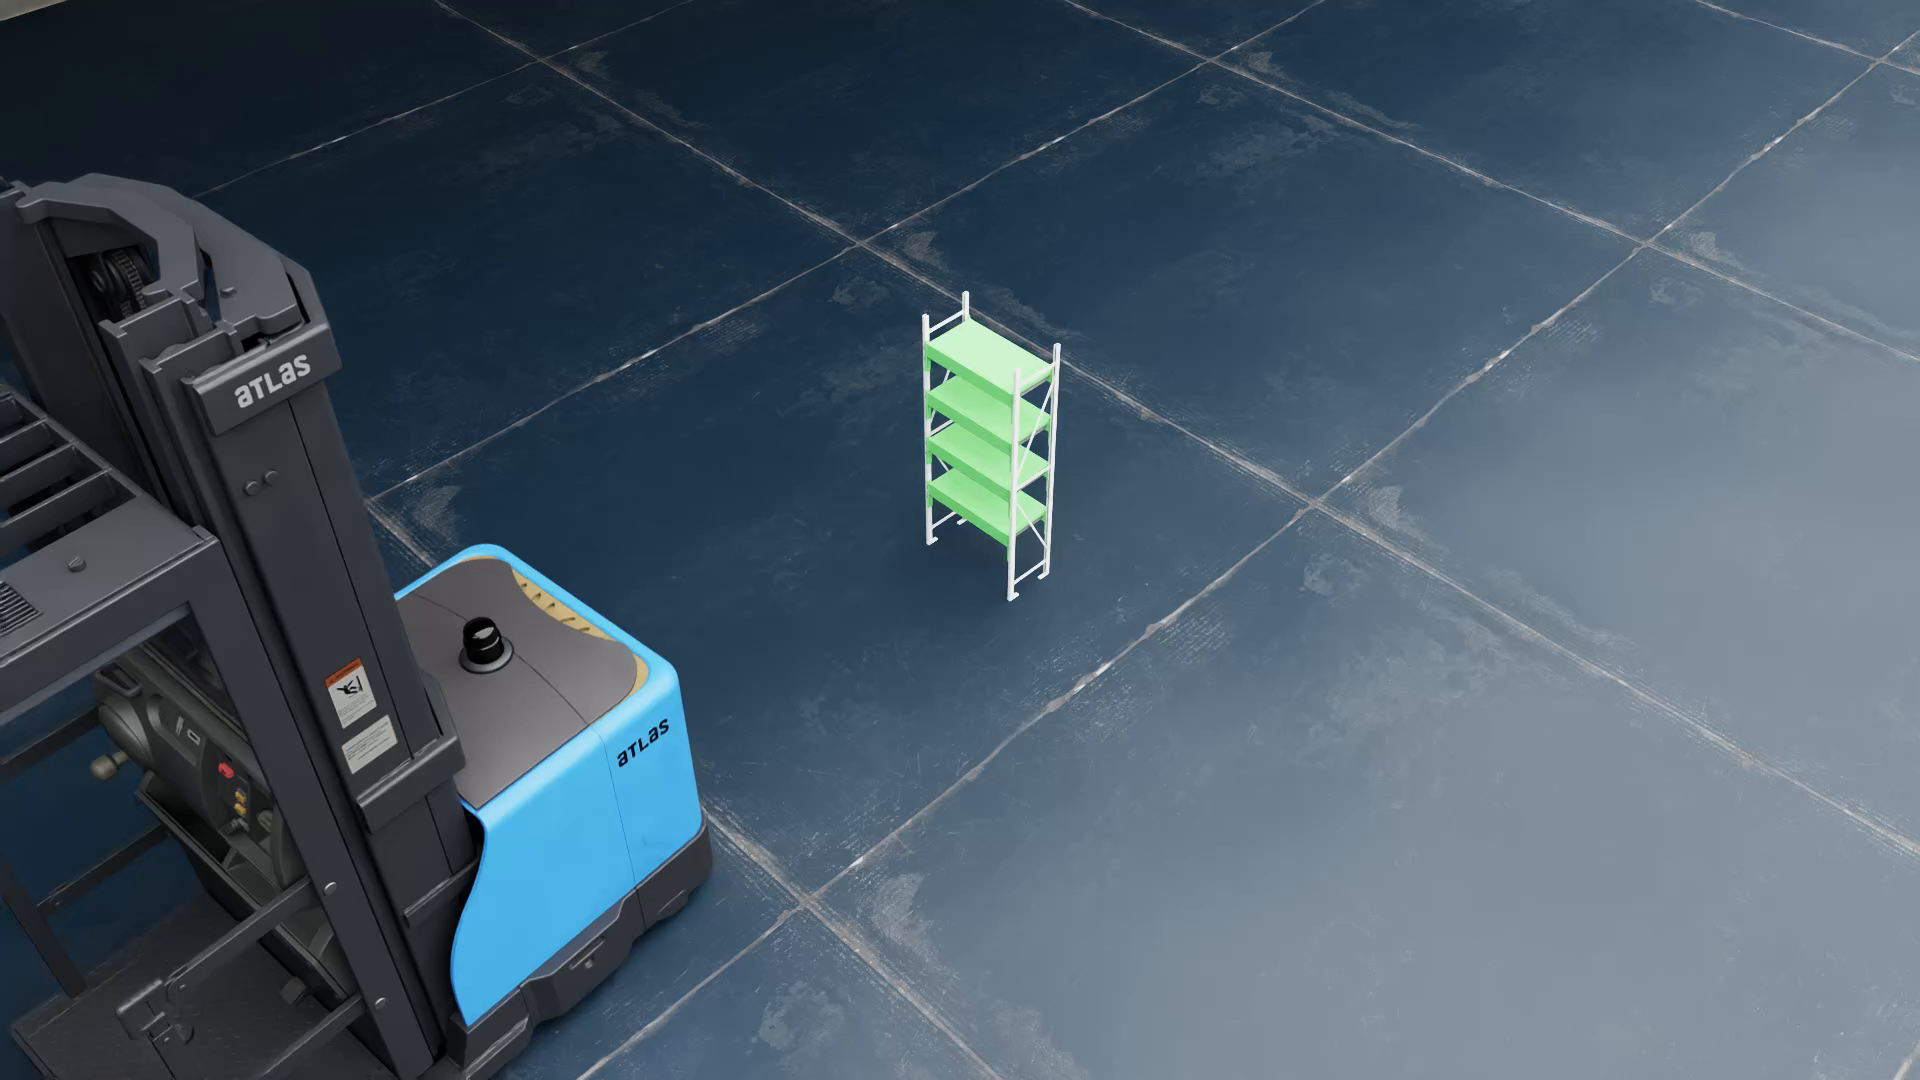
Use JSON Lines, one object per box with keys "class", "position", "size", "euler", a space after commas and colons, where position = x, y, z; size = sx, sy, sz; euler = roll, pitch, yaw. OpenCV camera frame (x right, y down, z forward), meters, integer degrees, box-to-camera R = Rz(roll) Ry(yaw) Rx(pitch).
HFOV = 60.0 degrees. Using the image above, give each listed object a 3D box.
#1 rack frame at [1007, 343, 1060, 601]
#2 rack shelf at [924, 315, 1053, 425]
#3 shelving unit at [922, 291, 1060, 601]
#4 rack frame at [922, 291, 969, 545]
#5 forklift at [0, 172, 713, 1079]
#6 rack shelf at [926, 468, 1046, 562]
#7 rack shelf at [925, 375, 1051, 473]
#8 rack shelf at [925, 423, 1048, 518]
{"class": "rack frame", "position": [0.289, -0.244, 6.630], "size": [0.240, 1.200, 0.015], "euler": [-34, 53, -31]}
{"class": "rack shelf", "position": [0.117, -0.667, 6.474], "size": [0.258, 0.148, 0.480], "euler": [-34, 53, -31]}
{"class": "shelving unit", "position": [0.117, -0.361, 6.757], "size": [0.258, 1.200, 0.503], "euler": [-34, 53, -31]}
{"class": "rack frame", "position": [-0.055, -0.478, 6.884], "size": [0.240, 1.200, 0.015], "euler": [-34, 53, -31]}
{"class": "forklift", "position": [-2.210, 0.675, 4.360], "size": [1.130, 2.935, 3.031], "euler": [30, 50, 28]}
{"class": "rack shelf", "position": [0.117, -0.138, 6.963], "size": [0.258, 0.148, 0.480], "euler": [-34, 53, -31]}
{"class": "rack shelf", "position": [0.117, -0.490, 6.637], "size": [0.258, 0.148, 0.480], "euler": [-34, 53, -31]}
{"class": "rack shelf", "position": [0.117, -0.314, 6.800], "size": [0.258, 0.148, 0.480], "euler": [-34, 53, -31]}
